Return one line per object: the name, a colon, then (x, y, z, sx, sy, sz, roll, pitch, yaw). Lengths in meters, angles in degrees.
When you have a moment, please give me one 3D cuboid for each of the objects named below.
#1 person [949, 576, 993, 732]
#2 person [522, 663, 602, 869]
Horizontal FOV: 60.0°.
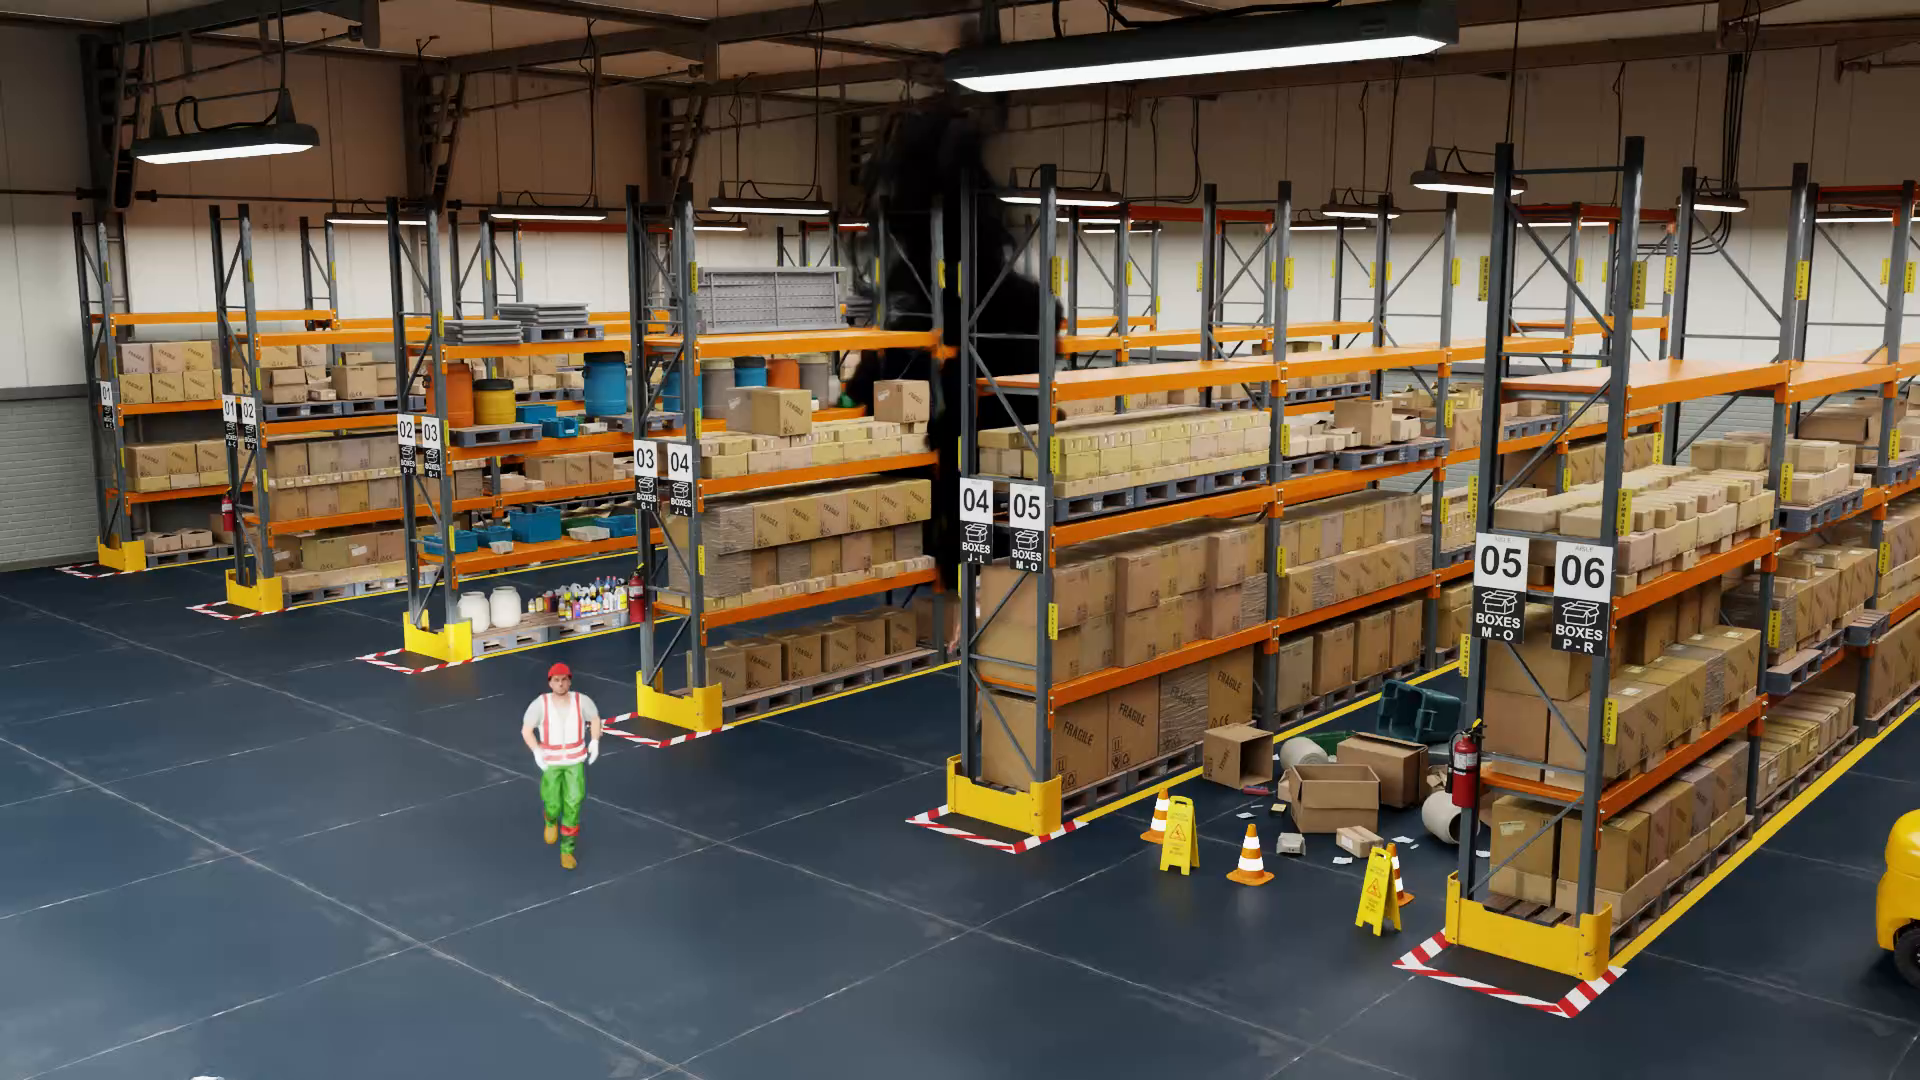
person: (0.233, 1.259, 18.529, 0.677, 1.749, 0.812, 5, 11, 30)
person: (-3.453, 1.919, 14.488, 0.682, 1.765, 0.694, -3, 10, -19)
